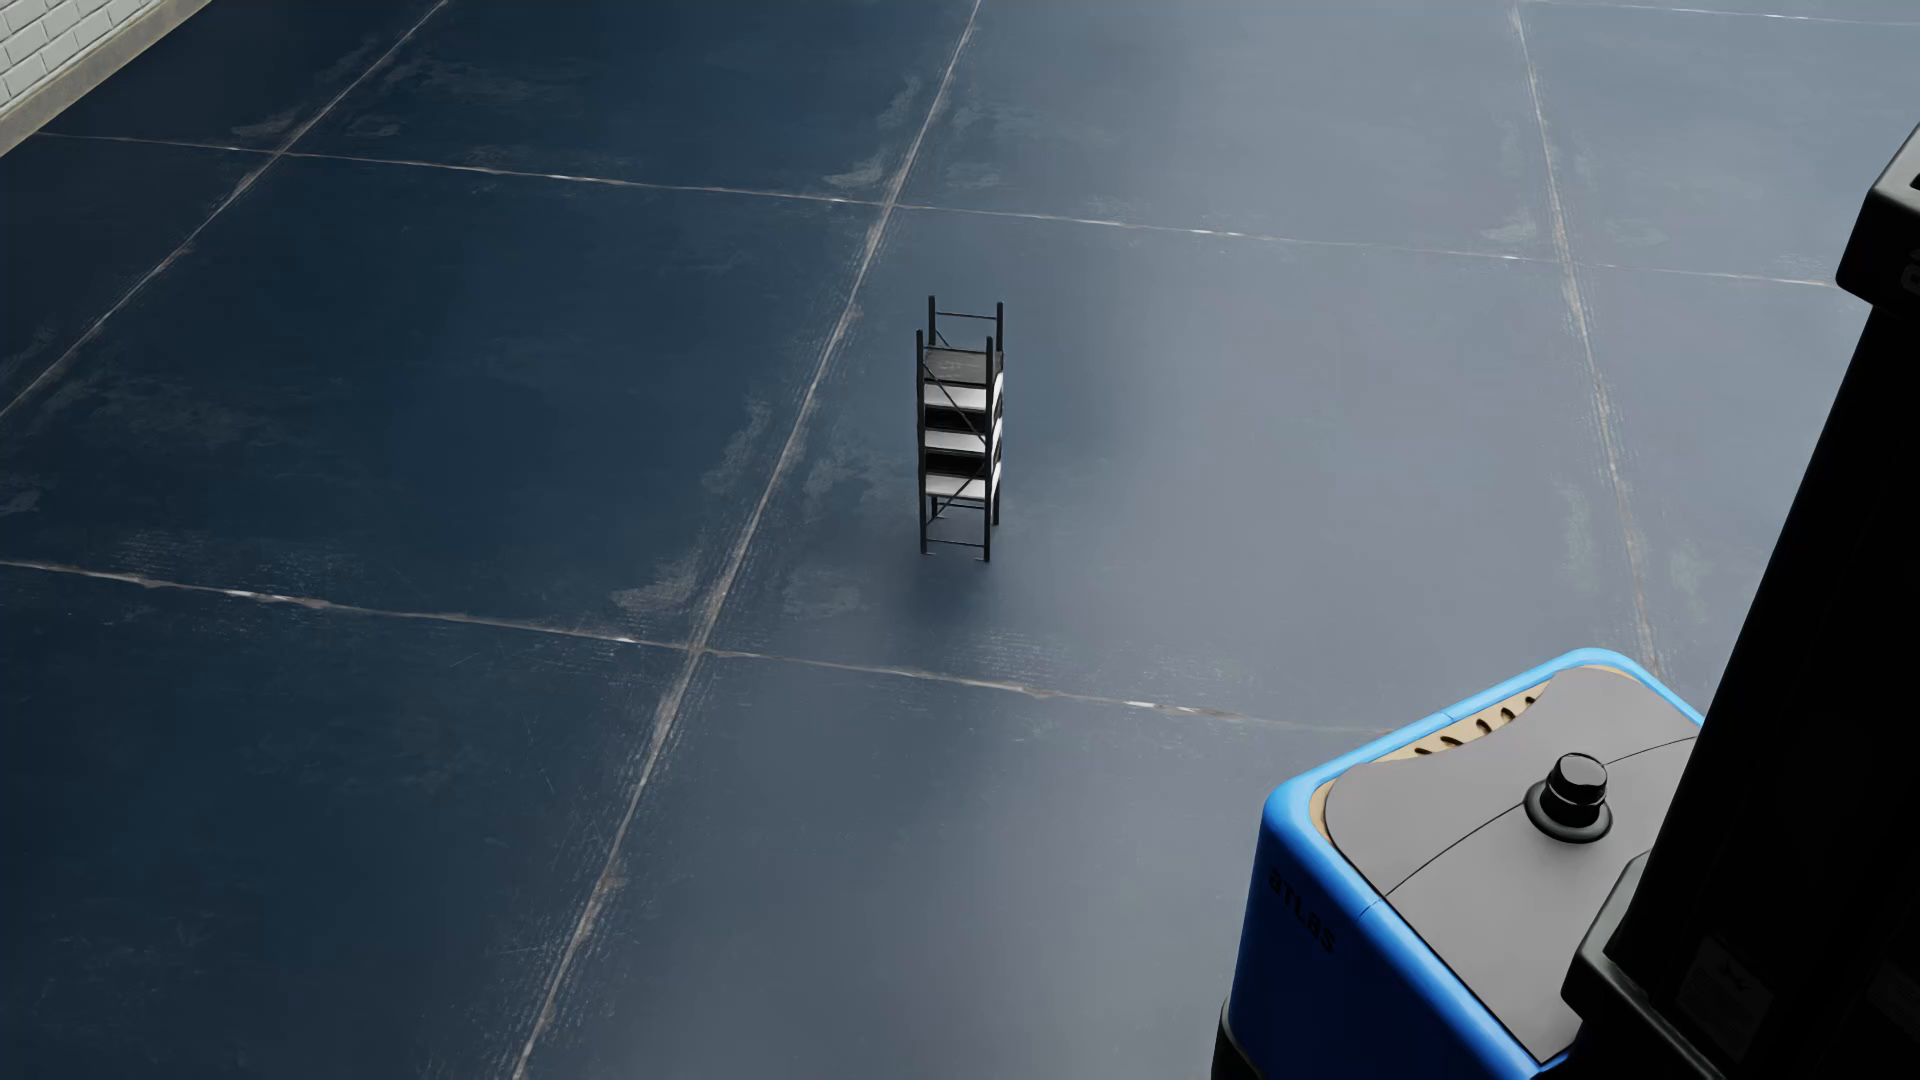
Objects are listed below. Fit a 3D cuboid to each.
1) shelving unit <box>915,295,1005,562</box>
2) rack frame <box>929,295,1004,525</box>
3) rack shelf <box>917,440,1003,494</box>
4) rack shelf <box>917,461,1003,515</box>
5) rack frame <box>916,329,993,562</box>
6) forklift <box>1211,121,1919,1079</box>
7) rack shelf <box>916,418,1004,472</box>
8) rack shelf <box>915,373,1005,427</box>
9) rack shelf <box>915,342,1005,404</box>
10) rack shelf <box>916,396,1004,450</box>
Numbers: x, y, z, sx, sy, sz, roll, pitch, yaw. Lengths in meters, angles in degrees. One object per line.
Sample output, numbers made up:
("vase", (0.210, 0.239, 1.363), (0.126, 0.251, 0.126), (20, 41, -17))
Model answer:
("shelving unit", (0.001, -0.352, 5.469), (0.258, 0.900, 0.210), (6, 40, 8))
("rack frame", (0.019, -0.416, 5.547), (0.240, 0.900, 0.006), (6, 40, 8))
("rack shelf", (0.001, -0.257, 5.548), (0.258, 0.077, 0.200), (6, 40, 8))
("rack shelf", (0.001, -0.188, 5.605), (0.258, 0.077, 0.200), (6, 40, 8))
("rack frame", (-0.016, -0.288, 5.392), (0.240, 0.900, 0.006), (6, 40, 8))
("forklift", (1.769, 0.890, 2.373), (1.130, 2.935, 3.031), (-20, 43, -22))
("rack shelf", (0.001, -0.326, 5.491), (0.258, 0.077, 0.200), (6, 40, 8))
("rack shelf", (0.001, -0.465, 5.376), (0.258, 0.077, 0.200), (6, 40, 8))
("rack shelf", (0.001, -0.534, 5.319), (0.258, 0.077, 0.200), (6, 40, 8))
("rack shelf", (0.001, -0.396, 5.433), (0.258, 0.077, 0.200), (6, 40, 8))
